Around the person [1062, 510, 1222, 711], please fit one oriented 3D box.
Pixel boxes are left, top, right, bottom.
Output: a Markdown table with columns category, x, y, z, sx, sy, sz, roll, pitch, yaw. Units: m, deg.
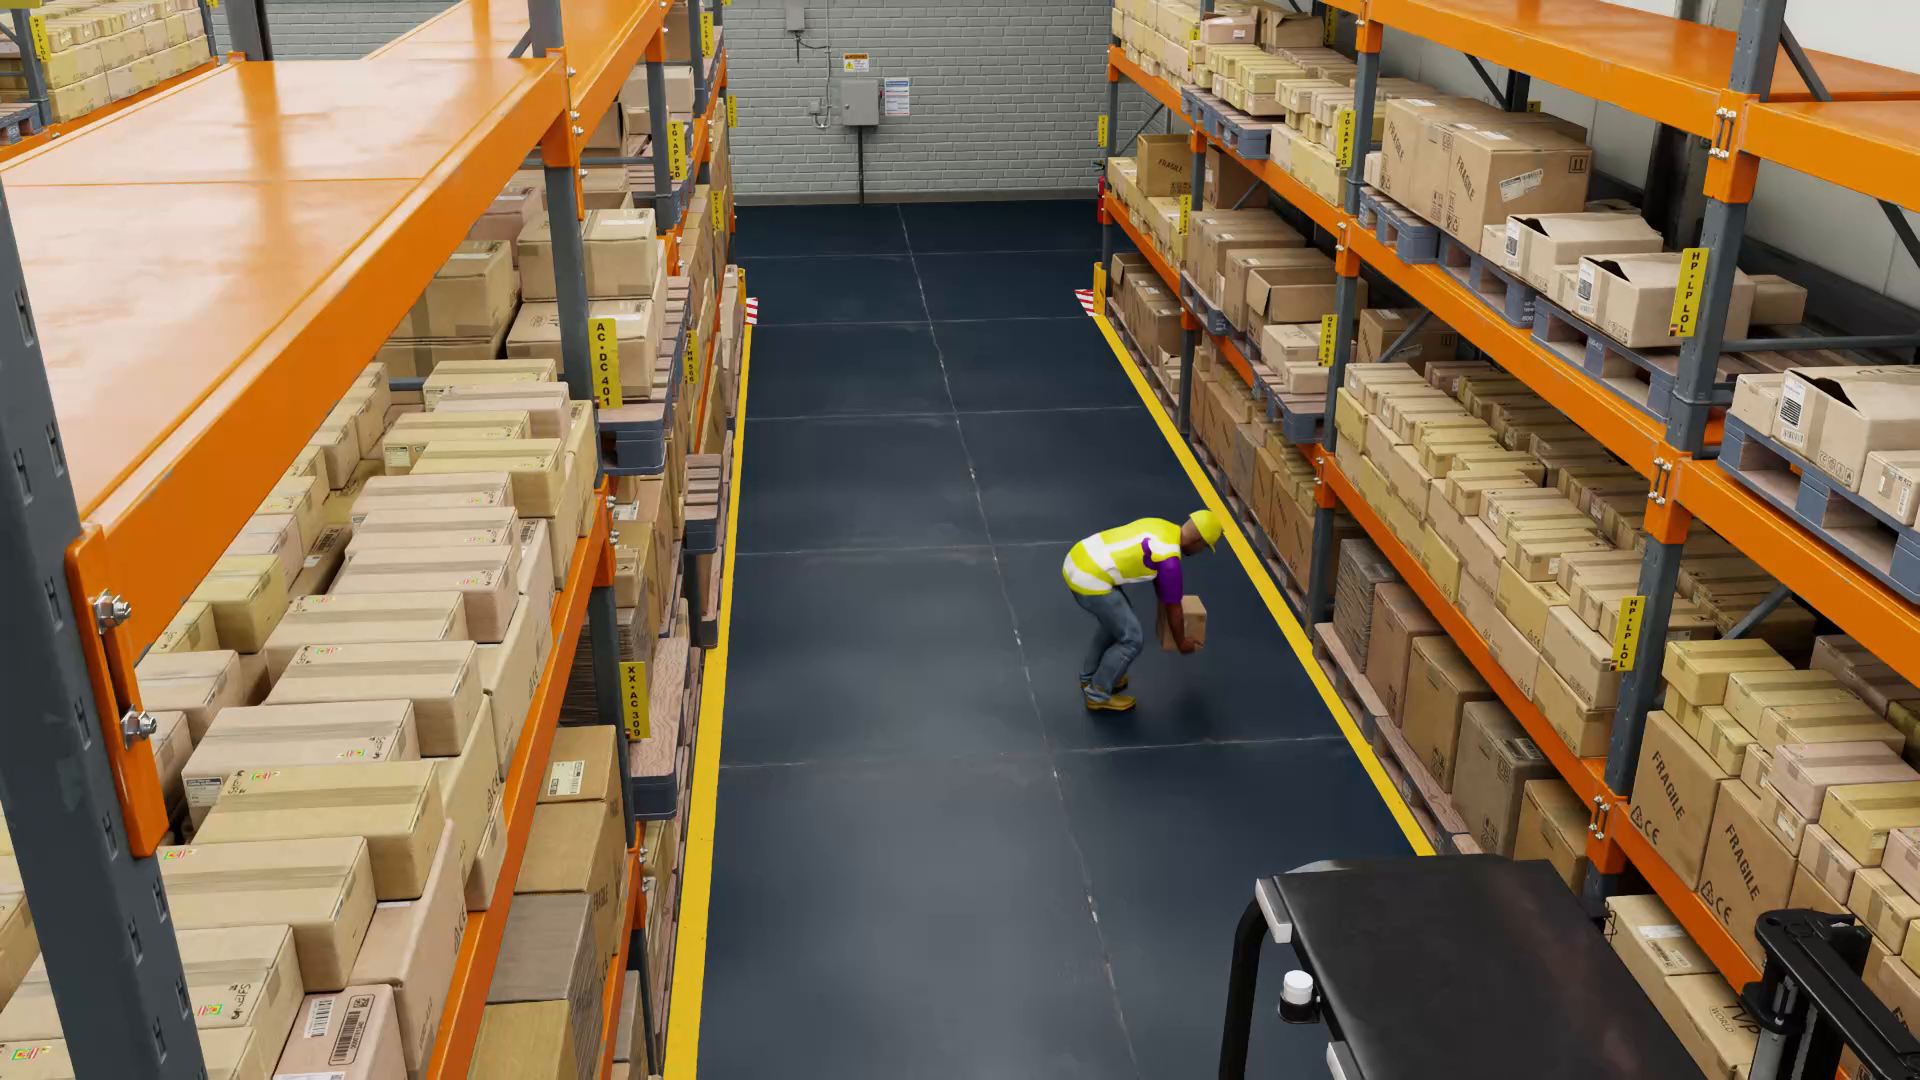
| category | x | y | z | sx | sy | sz | roll | pitch | yaw |
| --- | --- | --- | --- | --- | --- | --- | --- | --- | --- |
| person | 1.093 | 0.400 | 10.073 | 0.950 | 1.208 | 0.499 | -3 | 24 | -7 |
